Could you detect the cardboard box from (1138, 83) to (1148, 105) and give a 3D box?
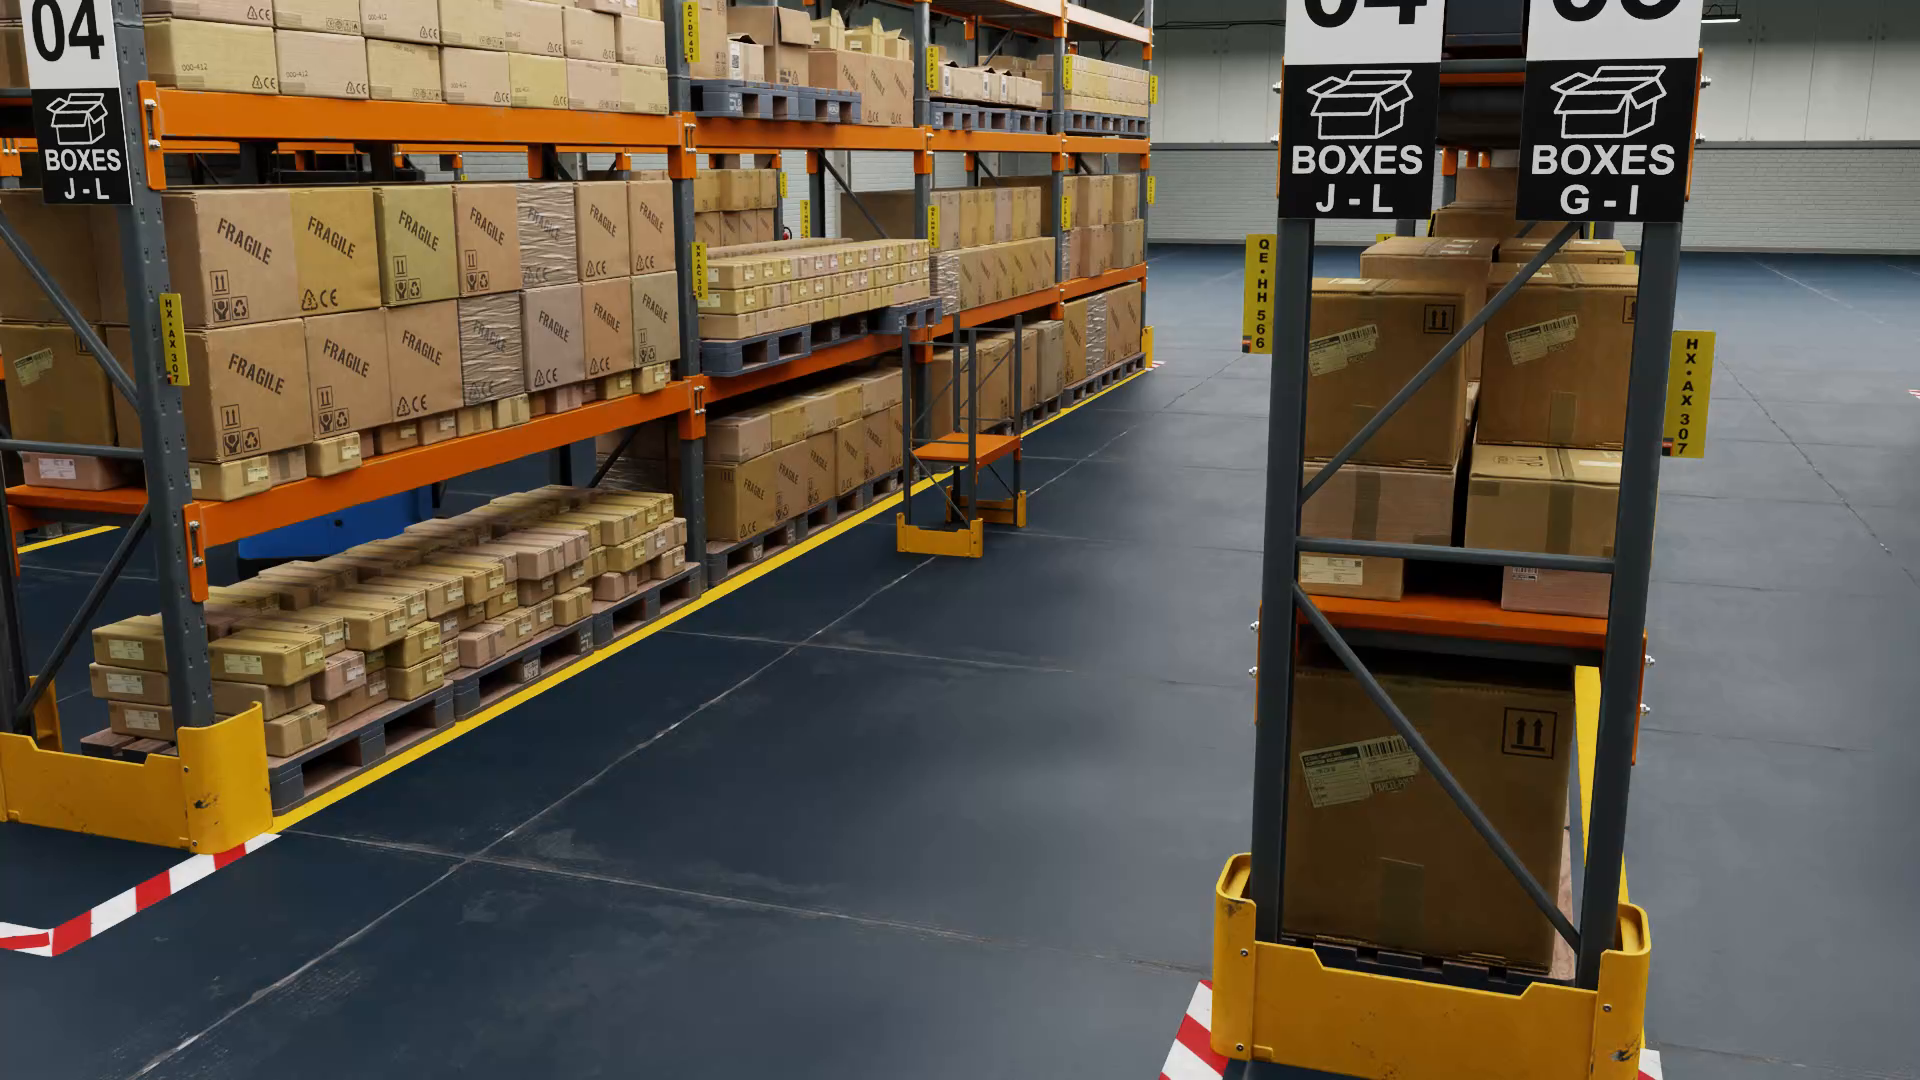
[{"bbox_3d":[1.963,-5.365,20.011,0.500,0.250,0.500,5,14,19],"label":"cardboard box"}]

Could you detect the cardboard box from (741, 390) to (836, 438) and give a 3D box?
[{"bbox_3d":[-1.198,-0.881,11.596,0.500,0.250,0.500,5,14,21],"label":"cardboard box"}]

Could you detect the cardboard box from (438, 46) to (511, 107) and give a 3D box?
[{"bbox_3d":[-2.427,-2.125,7.652,0.500,0.250,0.500,4,14,18],"label":"cardboard box"}]

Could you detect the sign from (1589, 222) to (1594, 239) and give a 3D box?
[{"bbox_3d":[4.455,-2.163,11.620,0.100,0.325,0.005,4,14,18],"label":"sign"}]

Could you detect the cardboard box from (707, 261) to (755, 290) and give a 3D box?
[{"bbox_3d":[-1.463,-1.596,10.022,0.380,0.149,0.250,5,14,21],"label":"cardboard box"}]

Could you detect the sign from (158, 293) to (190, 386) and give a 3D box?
[{"bbox_3d":[-2.807,-0.714,5.932,0.100,0.325,0.005,4,14,18],"label":"sign"}]

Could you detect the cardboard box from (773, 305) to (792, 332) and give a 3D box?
[{"bbox_3d":[-1.295,-1.417,10.576,0.380,0.149,0.250,4,14,19],"label":"cardboard box"}]

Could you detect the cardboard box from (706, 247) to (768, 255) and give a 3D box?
[{"bbox_3d":[-1.573,-1.976,11.687,0.380,0.149,0.250,4,14,18],"label":"cardboard box"}]

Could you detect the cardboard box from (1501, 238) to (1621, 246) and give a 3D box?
[{"bbox_3d":[2.739,-1.117,7.623,0.500,0.500,0.500,5,14,20],"label":"cardboard box"}]

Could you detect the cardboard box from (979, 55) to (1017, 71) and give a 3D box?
[{"bbox_3d":[0.379,-4.940,17.255,0.380,0.149,0.250,4,14,18],"label":"cardboard box"}]

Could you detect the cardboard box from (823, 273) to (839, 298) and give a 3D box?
[{"bbox_3d":[-1.043,-1.727,11.267,0.380,0.149,0.250,4,13,17],"label":"cardboard box"}]

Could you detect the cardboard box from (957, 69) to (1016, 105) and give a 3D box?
[{"bbox_3d":[0.204,-4.146,15.201,0.500,0.311,0.500,4,13,16],"label":"cardboard box"}]

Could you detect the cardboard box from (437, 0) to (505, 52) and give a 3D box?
[{"bbox_3d":[-2.427,-2.360,7.561,0.500,0.250,0.500,4,13,16],"label":"cardboard box"}]

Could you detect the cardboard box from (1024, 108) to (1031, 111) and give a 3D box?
[{"bbox_3d":[0.541,-4.659,17.814,0.380,0.149,0.250,5,14,19],"label":"cardboard box"}]

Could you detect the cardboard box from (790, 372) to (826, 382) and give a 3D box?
[{"bbox_3d":[-1.348,-1.133,12.699,0.500,0.250,0.500,4,14,18],"label":"cardboard box"}]

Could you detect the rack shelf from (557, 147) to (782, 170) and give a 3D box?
[{"bbox_3d":[-3.507,-4.726,20.328,1.077,0.370,4.000,4,14,18],"label":"rack shelf"}]

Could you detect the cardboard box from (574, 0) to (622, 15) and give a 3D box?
[{"bbox_3d":[-1.984,-2.805,8.611,0.380,0.149,0.250,4,14,18],"label":"cardboard box"}]

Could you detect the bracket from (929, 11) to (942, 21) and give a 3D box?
[{"bbox_3d":[-0.669,-13.930,44.208,0.235,0.232,0.430,4,14,18],"label":"bracket"}]

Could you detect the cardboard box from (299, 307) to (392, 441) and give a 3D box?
[{"bbox_3d":[-2.764,-0.714,6.984,0.500,0.500,0.500,4,14,19],"label":"cardboard box"}]

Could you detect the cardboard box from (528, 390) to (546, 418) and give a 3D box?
[{"bbox_3d":[-2.319,-0.699,8.372,0.380,0.149,0.250,4,13,18],"label":"cardboard box"}]

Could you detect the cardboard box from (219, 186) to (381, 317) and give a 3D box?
[{"bbox_3d":[-2.766,-1.195,6.842,0.500,0.500,0.500,5,14,20],"label":"cardboard box"}]

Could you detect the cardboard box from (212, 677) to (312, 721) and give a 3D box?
[{"bbox_3d":[-2.908,0.617,6.839,0.380,0.149,0.250,5,14,21],"label":"cardboard box"}]

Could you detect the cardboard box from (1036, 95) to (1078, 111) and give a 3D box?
[{"bbox_3d":[1.002,-4.504,17.134,0.380,0.149,0.250,4,13,17],"label":"cardboard box"}]

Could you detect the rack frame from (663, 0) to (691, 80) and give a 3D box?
[{"bbox_3d":[-2.026,-4.098,9.222,1.000,3.000,0.127,4,14,18],"label":"rack frame"}]

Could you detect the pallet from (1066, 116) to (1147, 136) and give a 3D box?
[{"bbox_3d":[1.627,-4.963,19.947,1.003,0.211,1.213,4,14,18],"label":"pallet"}]

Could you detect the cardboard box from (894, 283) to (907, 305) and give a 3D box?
[{"bbox_3d":[-0.621,-1.855,12.494,0.380,0.149,0.250,5,14,19],"label":"cardboard box"}]

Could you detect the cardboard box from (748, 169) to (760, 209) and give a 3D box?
[{"bbox_3d":[-2.989,-4.487,21.267,0.700,0.500,0.500,4,14,19],"label":"cardboard box"}]

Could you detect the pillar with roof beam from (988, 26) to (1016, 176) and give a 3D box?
[{"bbox_3d":[5.144,-13.242,49.281,9.100,9.000,0.548,4,14,18],"label":"pillar with roof beam"}]

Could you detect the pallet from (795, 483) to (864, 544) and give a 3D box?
[{"bbox_3d":[-1.382,-0.236,12.047,1.003,0.211,1.213,4,14,18],"label":"pallet"}]

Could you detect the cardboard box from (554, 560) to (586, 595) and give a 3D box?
[{"bbox_3d":[-2.211,0.172,8.788,0.380,0.149,0.250,5,14,20],"label":"cardboard box"}]

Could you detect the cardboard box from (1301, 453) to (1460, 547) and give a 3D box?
[{"bbox_3d":[1.246,-0.146,5.056,0.500,0.250,0.500,4,13,17],"label":"cardboard box"}]

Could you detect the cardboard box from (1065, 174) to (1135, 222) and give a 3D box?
[{"bbox_3d":[1.609,-4.102,19.956,0.875,0.550,0.550,4,14,18],"label":"cardboard box"}]

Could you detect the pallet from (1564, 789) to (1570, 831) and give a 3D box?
[{"bbox_3d":[1.921,0.976,6.736,1.003,0.211,1.213,4,14,18],"label":"pallet"}]

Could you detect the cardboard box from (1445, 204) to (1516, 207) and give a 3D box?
[{"bbox_3d":[3.253,-1.744,9.908,0.797,0.503,0.637,5,14,20],"label":"cardboard box"}]

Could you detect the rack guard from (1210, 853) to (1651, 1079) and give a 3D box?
[{"bbox_3d":[1.333,1.271,4.797,1.175,0.500,0.348,4,14,18],"label":"rack guard"}]

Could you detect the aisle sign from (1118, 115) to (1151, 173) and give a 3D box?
[{"bbox_3d":[2.164,-4.961,20.640,0.394,0.787,0.004,4,14,18],"label":"aisle sign"}]

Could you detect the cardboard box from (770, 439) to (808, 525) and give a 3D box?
[{"bbox_3d":[-1.366,-0.408,11.207,0.500,0.500,0.500,5,14,21],"label":"cardboard box"}]

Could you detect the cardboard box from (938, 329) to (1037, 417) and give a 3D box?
[{"bbox_3d":[0.131,-1.626,15.983,1.050,0.750,0.750,4,14,18],"label":"cardboard box"}]

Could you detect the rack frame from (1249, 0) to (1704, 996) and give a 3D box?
[{"bbox_3d":[1.340,0.047,4.541,1.000,3.000,0.127,4,14,18],"label":"rack frame"}]

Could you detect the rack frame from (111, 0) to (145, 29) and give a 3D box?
[{"bbox_3d":[-3.320,-3.256,5.532,1.000,3.000,0.127,4,14,18],"label":"rack frame"}]

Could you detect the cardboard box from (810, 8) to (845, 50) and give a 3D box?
[{"bbox_3d":[-1.013,-3.524,11.501,0.396,0.266,0.258,4,14,18],"label":"cardboard box"}]

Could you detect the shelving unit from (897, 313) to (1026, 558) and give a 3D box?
[{"bbox_3d":[0.025,-0.747,11.391,0.587,1.500,1.083,4,14,18],"label":"shelving unit"}]

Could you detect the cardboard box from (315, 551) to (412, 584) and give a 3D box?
[{"bbox_3d":[-2.921,0.163,8.157,0.380,0.149,0.250,4,13,17],"label":"cardboard box"}]

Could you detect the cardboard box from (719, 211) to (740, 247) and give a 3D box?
[{"bbox_3d":[-3.106,-3.885,20.874,0.500,0.500,0.500,4,14,18],"label":"cardboard box"}]

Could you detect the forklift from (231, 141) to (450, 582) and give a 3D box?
[{"bbox_3d":[-4.030,-1.365,10.884,1.130,2.935,3.031,-3,13,-13],"label":"forklift"}]

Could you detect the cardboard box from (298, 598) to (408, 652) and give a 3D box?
[{"bbox_3d":[-2.651,0.367,7.264,0.380,0.149,0.250,4,14,18],"label":"cardboard box"}]

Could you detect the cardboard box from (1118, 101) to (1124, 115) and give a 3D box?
[{"bbox_3d":[1.658,-4.932,19.010,0.380,0.149,0.250,4,14,19],"label":"cardboard box"}]

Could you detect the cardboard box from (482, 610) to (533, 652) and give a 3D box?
[{"bbox_3d":[-2.360,0.440,8.283,0.380,0.149,0.250,4,14,18],"label":"cardboard box"}]

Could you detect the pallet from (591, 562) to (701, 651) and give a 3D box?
[{"bbox_3d":[-2.210,0.330,9.569,1.003,0.211,1.213,4,14,18],"label":"pallet"}]

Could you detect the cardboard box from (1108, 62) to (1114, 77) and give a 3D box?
[{"bbox_3d":[1.494,-5.213,18.449,0.380,0.149,0.250,4,14,18],"label":"cardboard box"}]

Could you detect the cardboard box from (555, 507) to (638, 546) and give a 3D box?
[{"bbox_3d":[-2.014,-0.075,9.203,0.380,0.149,0.250,4,14,18],"label":"cardboard box"}]

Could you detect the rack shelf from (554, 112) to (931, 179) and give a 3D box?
[{"bbox_3d":[-1.379,-2.706,11.480,1.077,0.370,4.000,4,14,18],"label":"rack shelf"}]

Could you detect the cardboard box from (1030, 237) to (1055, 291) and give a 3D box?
[{"bbox_3d":[0.647,-2.778,16.692,0.500,0.500,0.500,4,14,18],"label":"cardboard box"}]

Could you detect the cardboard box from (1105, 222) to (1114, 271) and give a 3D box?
[{"bbox_3d":[1.322,-3.466,19.594,0.875,0.550,0.550,4,14,18],"label":"cardboard box"}]

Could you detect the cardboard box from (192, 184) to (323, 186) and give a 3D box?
[{"bbox_3d":[-3.084,-1.344,7.494,0.500,0.500,0.500,5,14,21],"label":"cardboard box"}]

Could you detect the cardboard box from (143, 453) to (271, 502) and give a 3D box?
[{"bbox_3d":[-2.905,-0.254,6.423,0.380,0.149,0.250,4,14,18],"label":"cardboard box"}]

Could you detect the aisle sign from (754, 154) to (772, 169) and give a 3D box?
[{"bbox_3d":[-2.565,-5.295,22.104,0.394,0.787,0.004,4,14,18],"label":"aisle sign"}]

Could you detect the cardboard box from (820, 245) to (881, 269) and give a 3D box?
[{"bbox_3d":[-0.791,-2.037,11.957,0.380,0.149,0.250,4,14,18],"label":"cardboard box"}]
